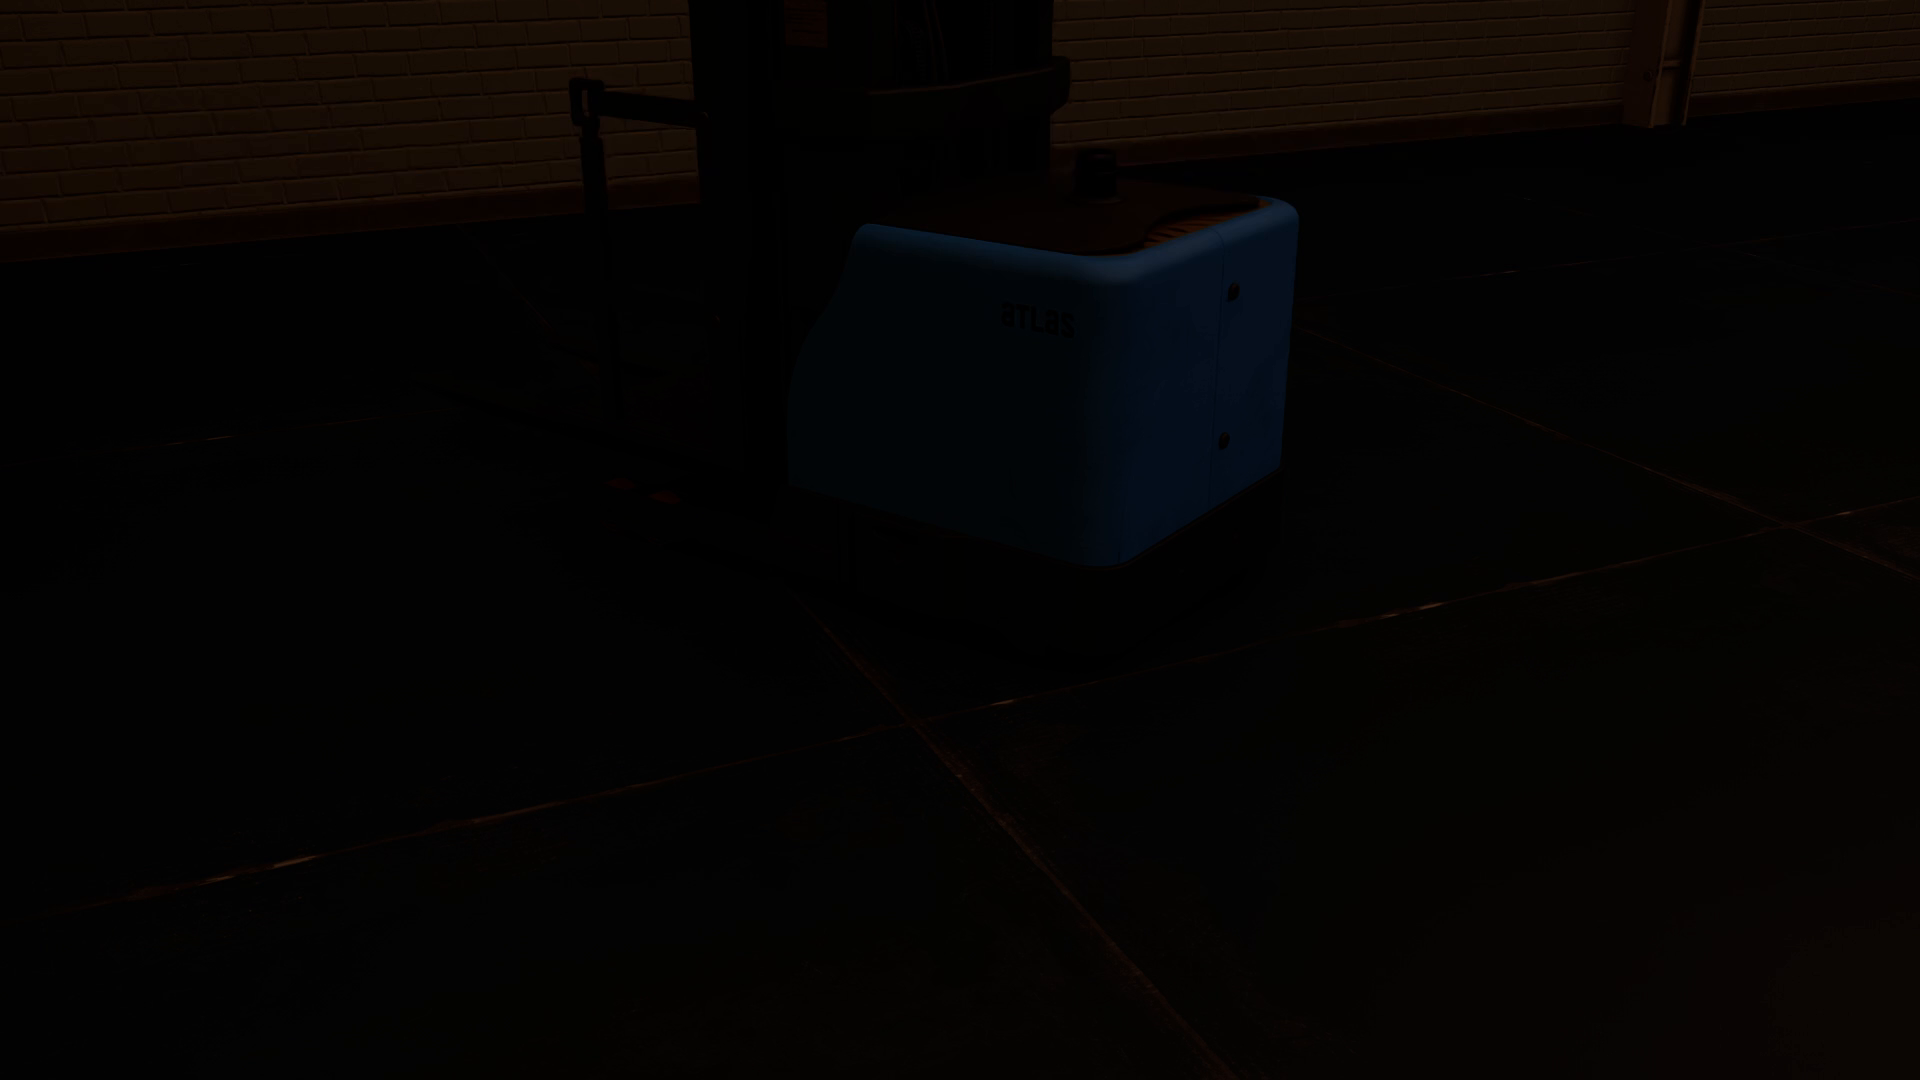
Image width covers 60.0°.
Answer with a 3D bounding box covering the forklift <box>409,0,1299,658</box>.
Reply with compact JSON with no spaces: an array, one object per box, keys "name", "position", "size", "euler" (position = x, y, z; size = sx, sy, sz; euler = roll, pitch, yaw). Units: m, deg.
[{"name":"forklift","position":[-0.544,-1.482,4.854],"size":[3.031,2.935,1.130],"euler":[16,27,33]}]
